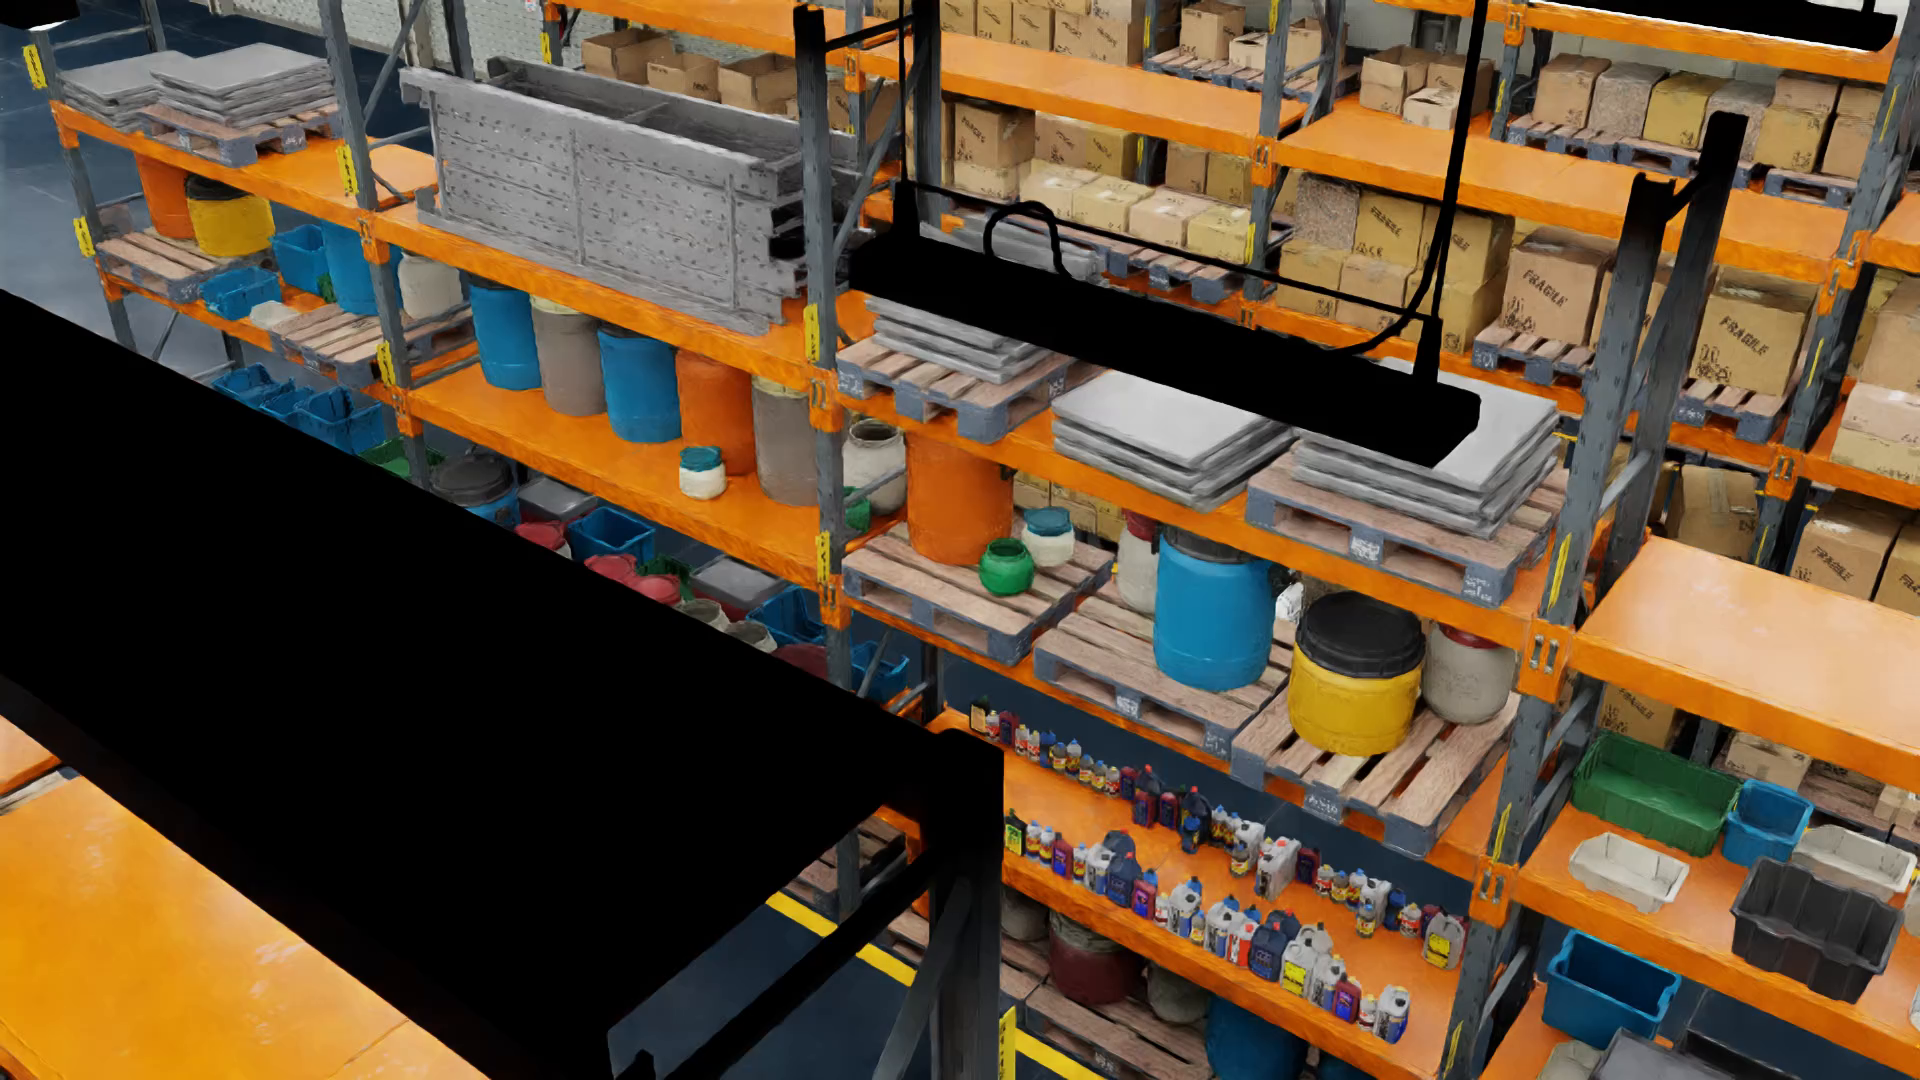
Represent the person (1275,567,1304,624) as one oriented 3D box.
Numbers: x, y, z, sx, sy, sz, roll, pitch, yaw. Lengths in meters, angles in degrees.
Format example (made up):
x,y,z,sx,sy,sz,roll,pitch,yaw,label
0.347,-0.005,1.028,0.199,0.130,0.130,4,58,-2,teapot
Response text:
x,y,z,sx,sy,sz,roll,pitch,yaw,label
2.362,0.793,12.410,1.058,1.582,0.498,20,37,29,person
